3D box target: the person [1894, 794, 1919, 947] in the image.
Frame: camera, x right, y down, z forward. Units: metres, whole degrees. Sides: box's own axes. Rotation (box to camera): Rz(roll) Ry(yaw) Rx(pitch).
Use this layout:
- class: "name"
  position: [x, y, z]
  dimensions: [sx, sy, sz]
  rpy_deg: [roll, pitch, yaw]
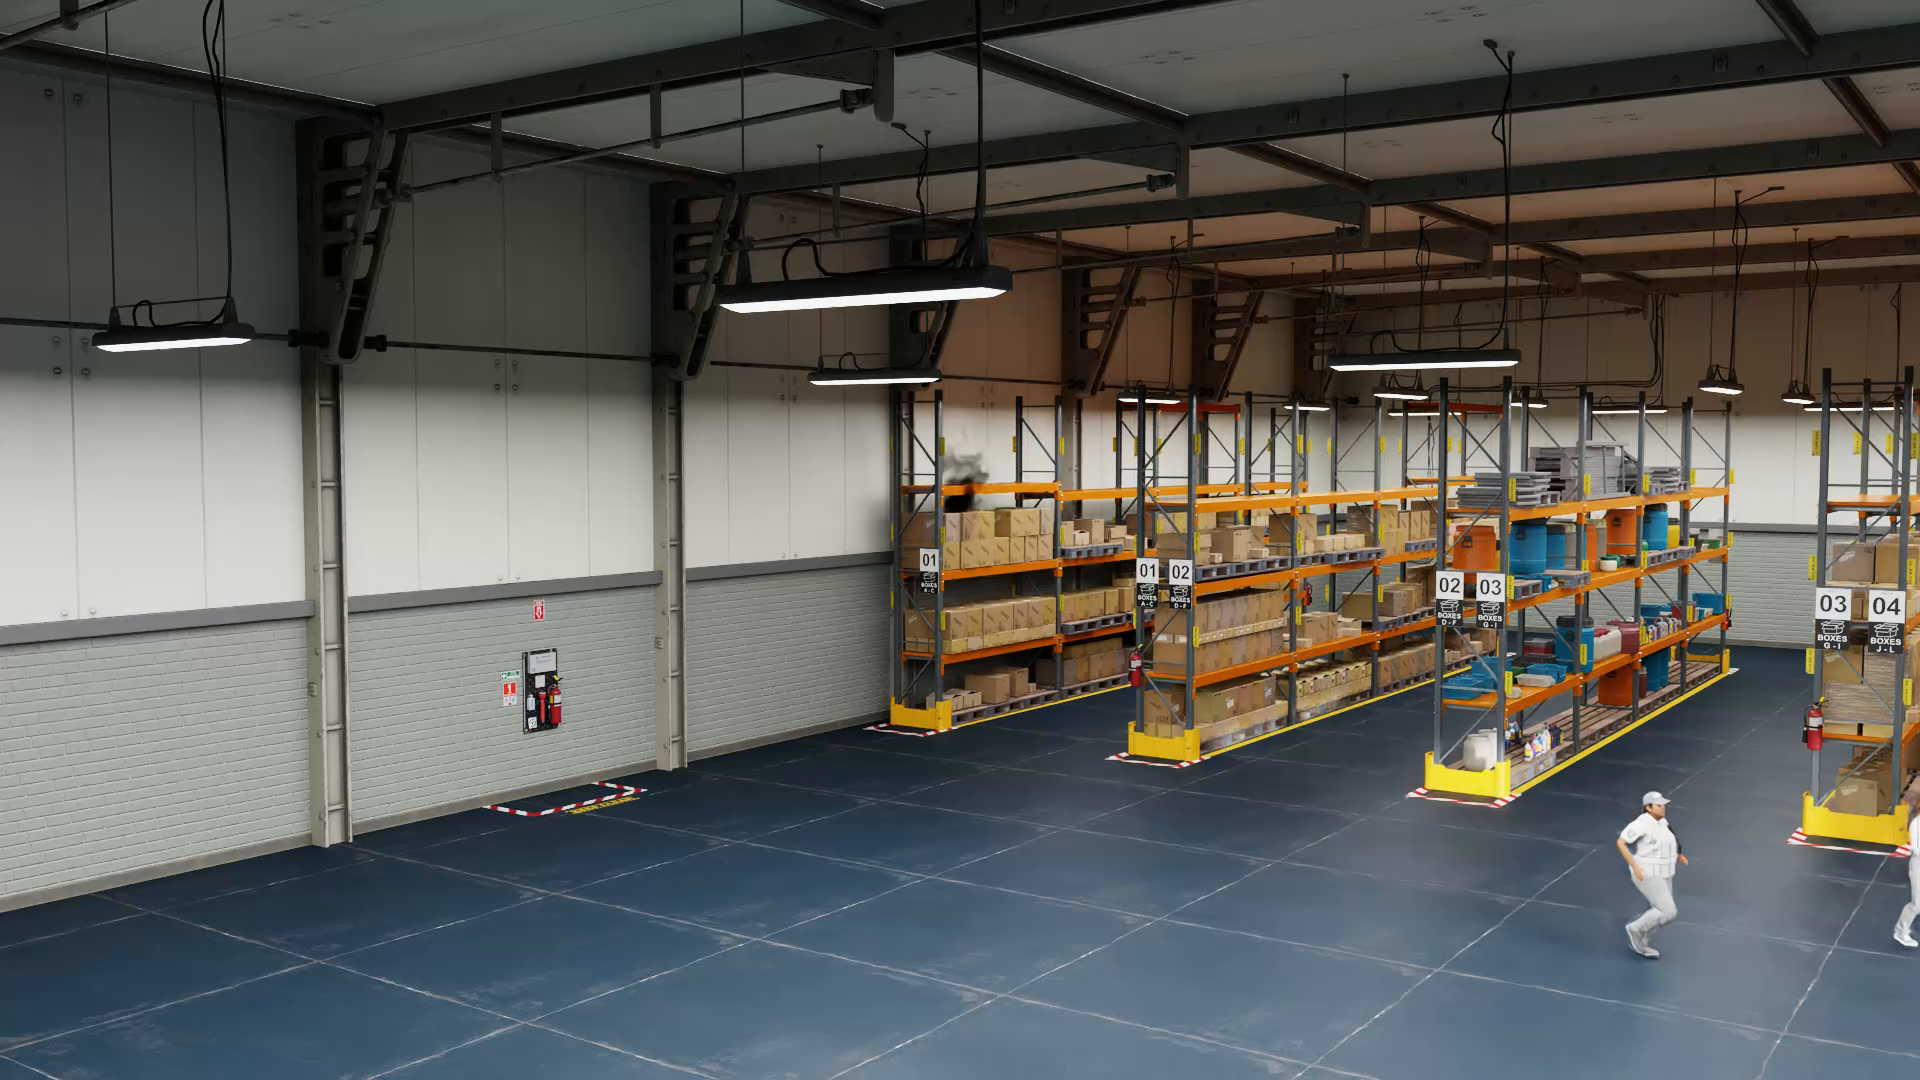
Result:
- class: "person"
  position: [9.560, 3.285, 16.379]
  dimensions: [0.512, 1.570, 0.678]
  rpy_deg: [-1, 3, -18]

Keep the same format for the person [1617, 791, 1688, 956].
- class: "person"
  position: [6.794, 3.269, 16.196]
  dimensions: [0.593, 1.626, 0.566]
  rpy_deg: [-3, 4, -38]
